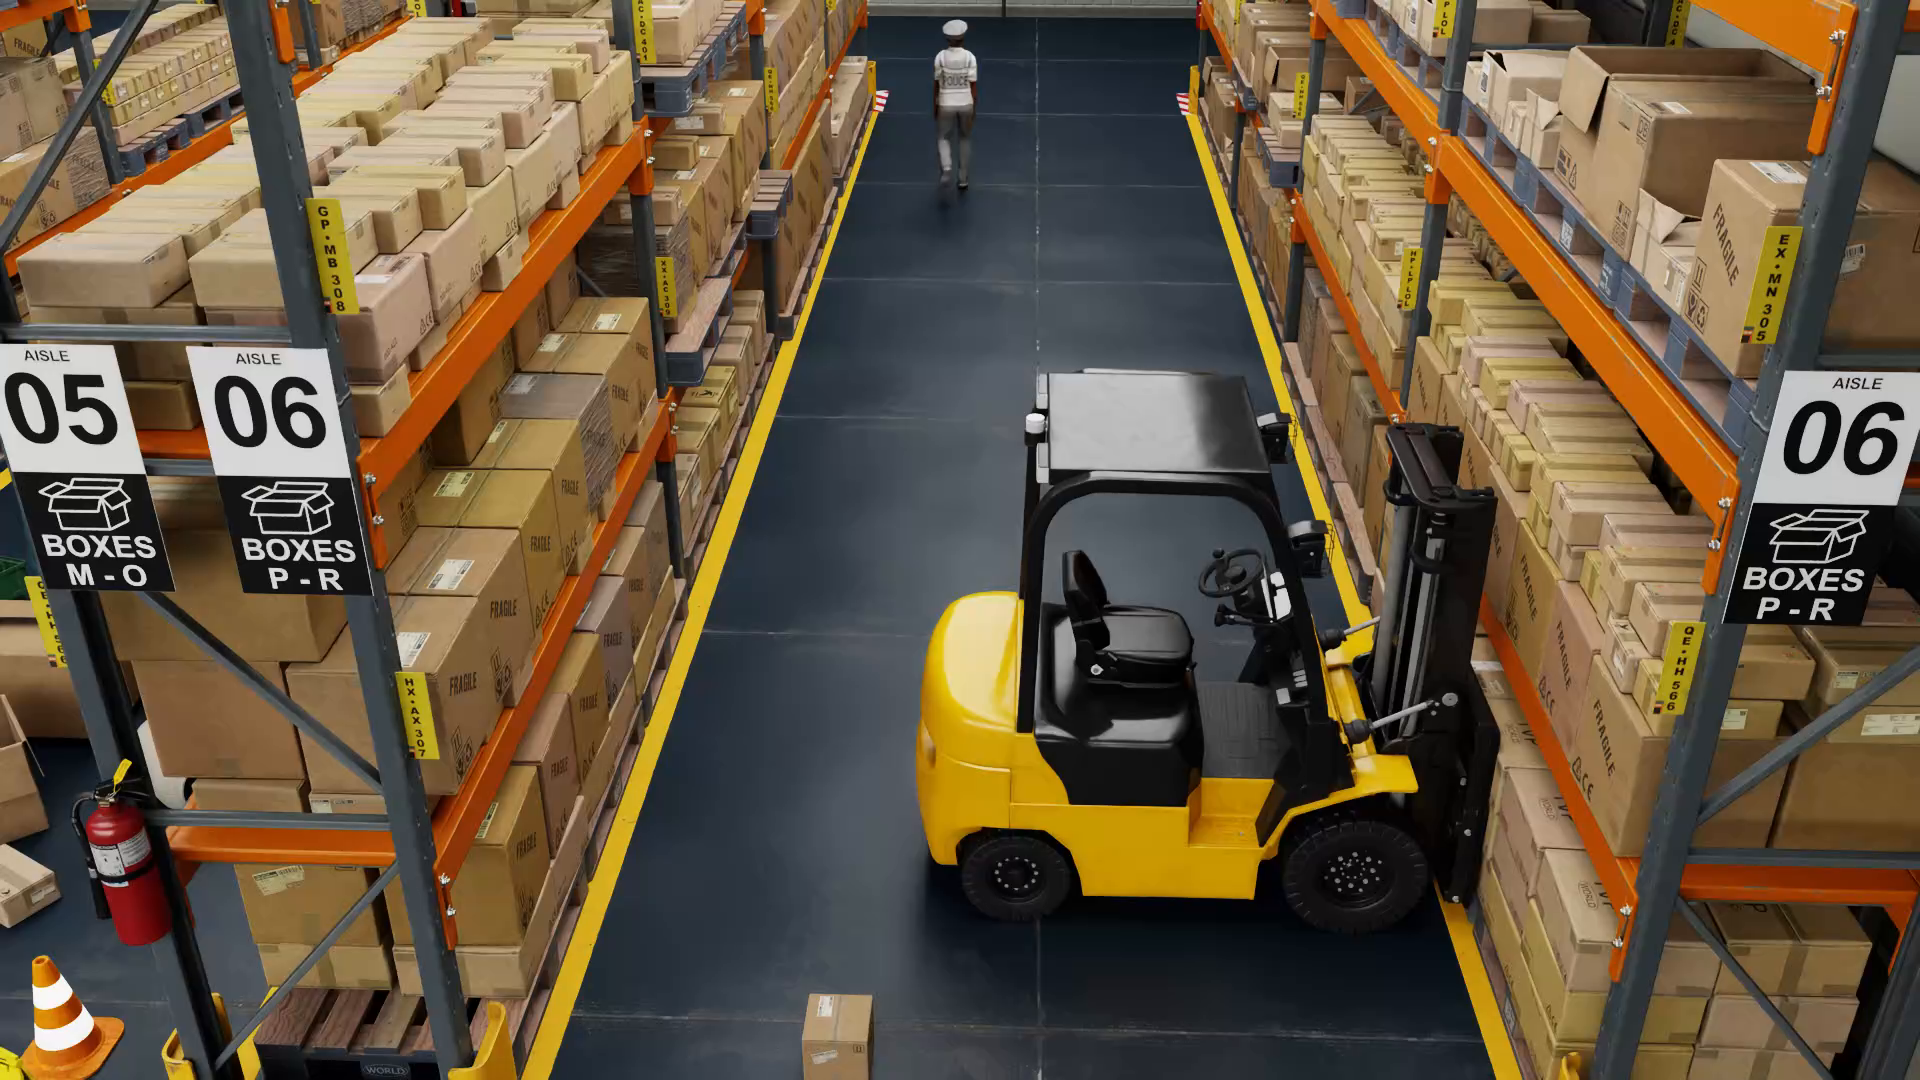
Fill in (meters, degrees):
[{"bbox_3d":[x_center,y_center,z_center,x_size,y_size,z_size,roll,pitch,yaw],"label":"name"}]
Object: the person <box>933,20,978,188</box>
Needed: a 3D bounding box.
[{"bbox_3d":[-0.048,-4.338,16.671,0.447,1.673,0.683,0,28,0],"label":"person"}]
